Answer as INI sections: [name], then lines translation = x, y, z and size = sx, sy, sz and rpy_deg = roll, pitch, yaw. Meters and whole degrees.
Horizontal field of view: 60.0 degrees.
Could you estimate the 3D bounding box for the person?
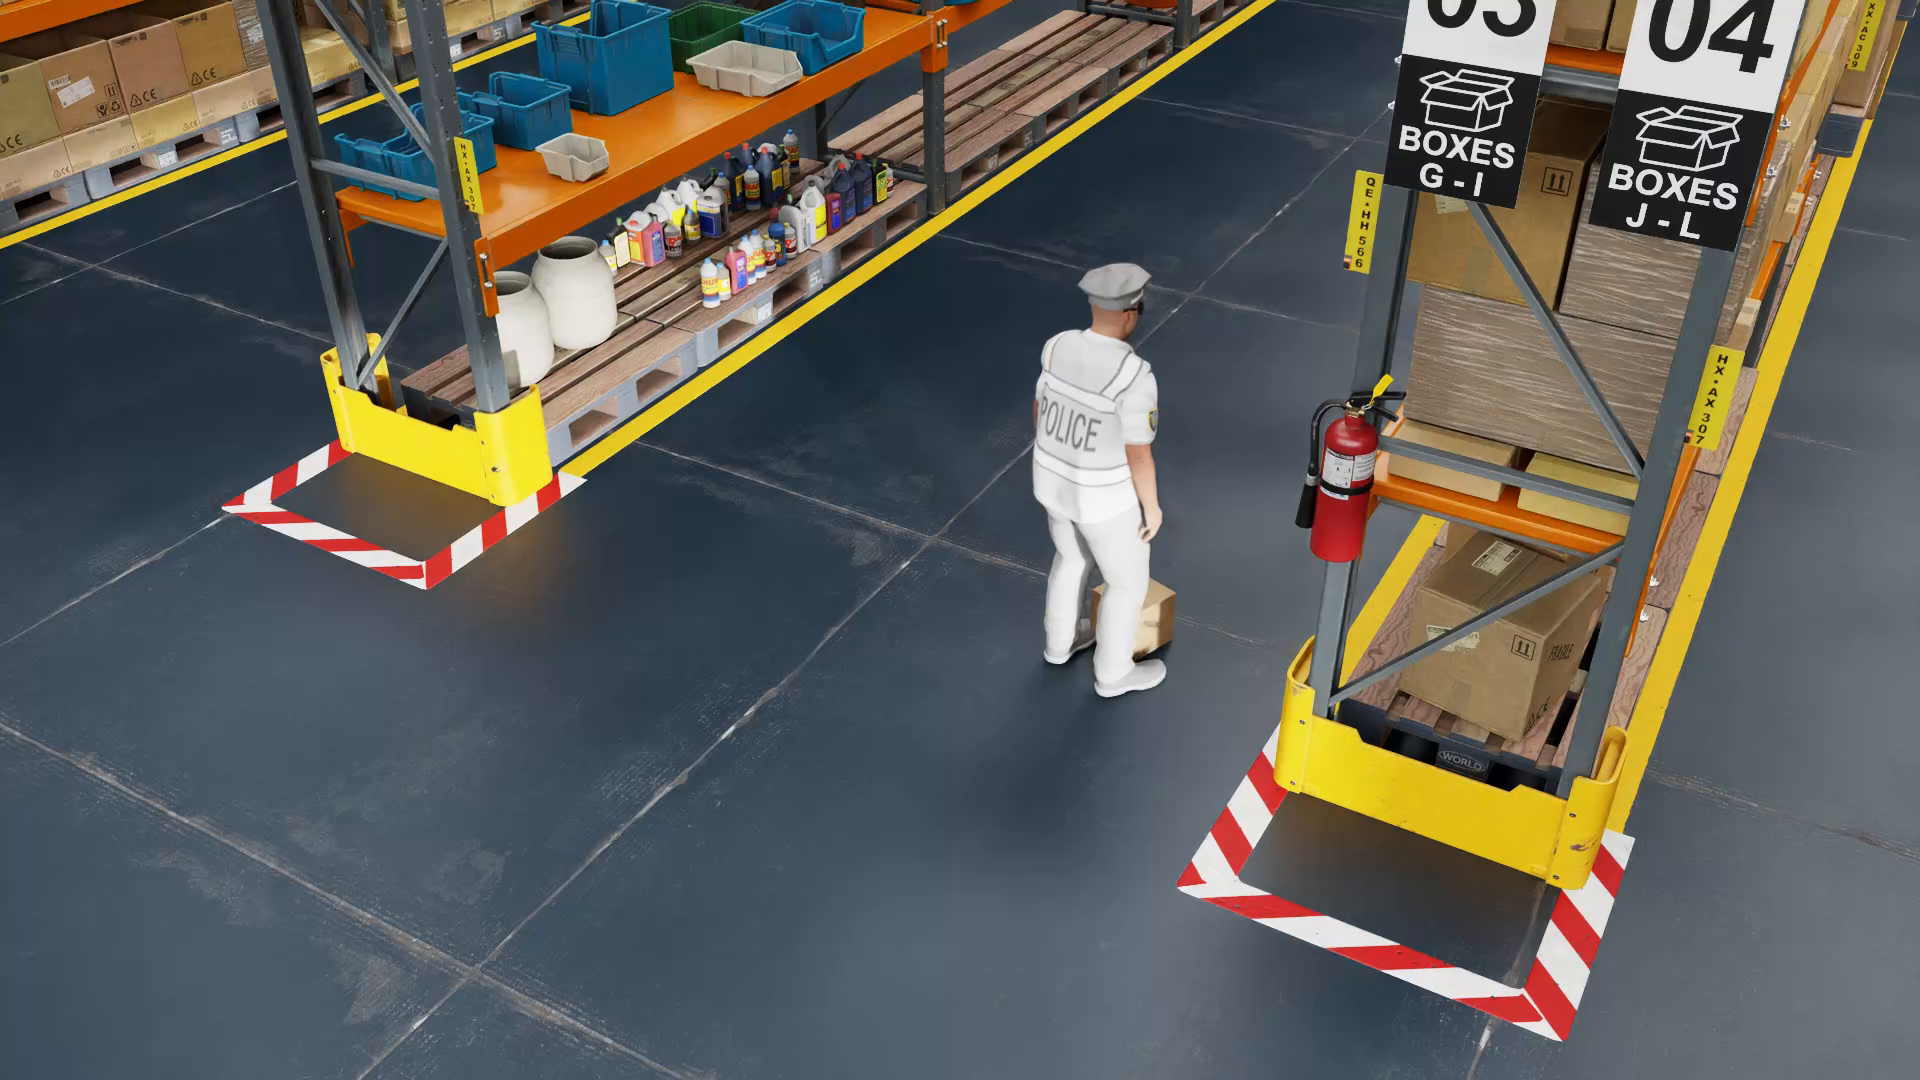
[person]
translation = 0.523, -0.201, 6.435
size = 0.442, 1.747, 0.585
rpy_deg = -28, 43, -35
